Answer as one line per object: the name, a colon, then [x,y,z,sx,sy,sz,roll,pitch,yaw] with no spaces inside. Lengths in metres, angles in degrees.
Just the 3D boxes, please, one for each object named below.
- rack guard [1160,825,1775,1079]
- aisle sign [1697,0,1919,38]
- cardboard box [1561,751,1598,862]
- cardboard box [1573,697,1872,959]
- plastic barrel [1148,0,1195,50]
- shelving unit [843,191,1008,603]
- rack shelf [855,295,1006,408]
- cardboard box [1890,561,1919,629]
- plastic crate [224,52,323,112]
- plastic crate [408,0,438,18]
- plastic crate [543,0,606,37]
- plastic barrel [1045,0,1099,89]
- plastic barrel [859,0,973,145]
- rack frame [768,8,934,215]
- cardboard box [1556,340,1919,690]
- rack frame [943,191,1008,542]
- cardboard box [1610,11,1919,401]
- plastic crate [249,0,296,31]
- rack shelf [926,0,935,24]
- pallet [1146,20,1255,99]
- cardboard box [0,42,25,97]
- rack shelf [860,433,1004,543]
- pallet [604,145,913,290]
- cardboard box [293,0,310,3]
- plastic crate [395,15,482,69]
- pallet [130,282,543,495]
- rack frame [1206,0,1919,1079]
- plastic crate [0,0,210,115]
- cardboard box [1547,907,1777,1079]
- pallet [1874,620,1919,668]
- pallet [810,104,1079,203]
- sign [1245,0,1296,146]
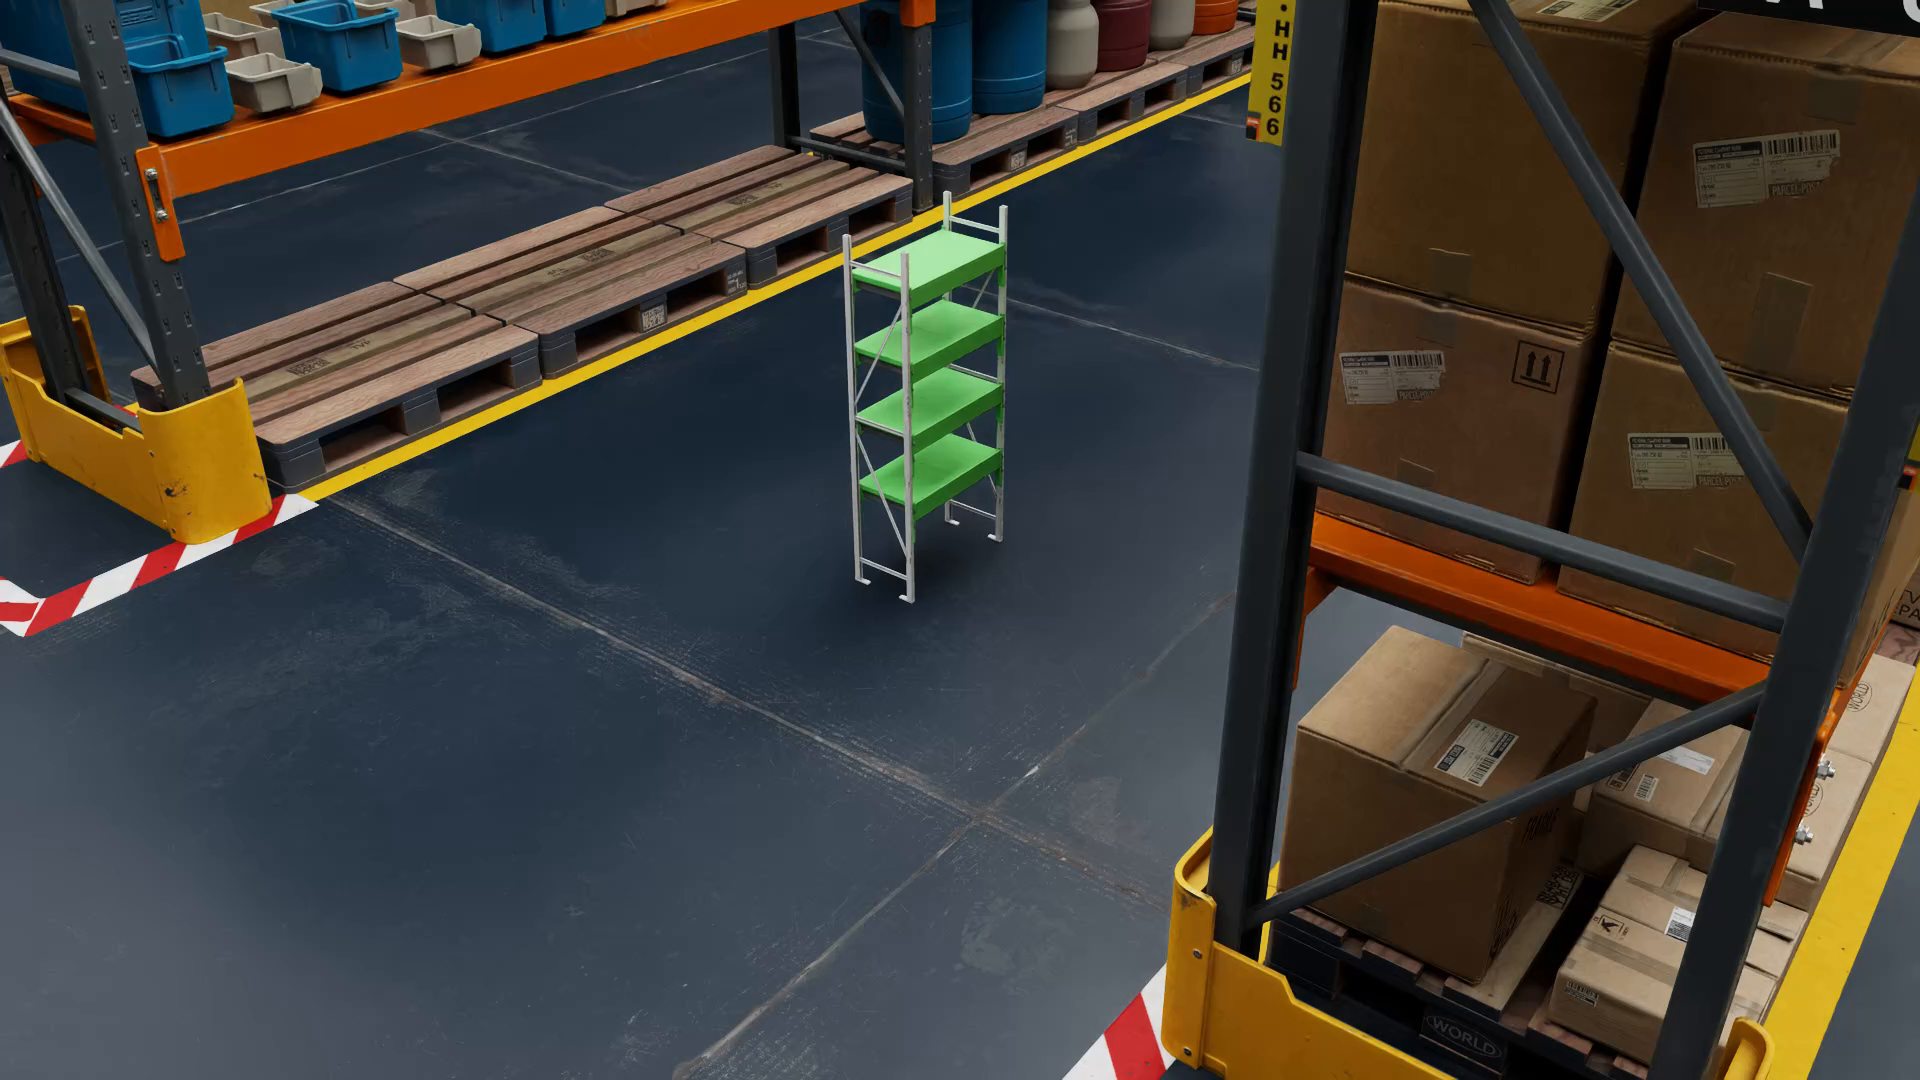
rack guard: [1.004,1.048,3.492,1.175,0.500,0.348,21,37,31]
aisle sign: [1.151,-0.997,1.940,0.394,0.787,0.004,21,37,31]
cardboard box: [1.406,0.599,4.144,0.380,0.166,0.250,21,37,31]
cardboard box: [1.814,0.660,3.960,0.500,0.250,0.500,21,37,31]
plastic barrel: [1.289,-3.424,10.613,0.421,0.512,0.421,0,31,0]
shelving unit: [-0.100,-0.449,5.331,0.258,1.200,0.503,21,37,31]
rack shelf: [-0.100,-0.600,5.241,0.258,0.148,0.480,21,37,31]
cardboard box: [2.802,-0.031,5.067,0.500,0.311,0.500,21,37,31]
plastic crate: [-2.318,-1.539,5.605,0.250,0.136,0.298,21,37,31]
plastic crate: [-2.142,-2.182,6.690,0.298,0.136,0.250,21,37,31]
plastic crate: [-1.601,-2.133,6.512,0.416,0.233,0.300,21,37,31]
plastic barrel: [0.607,-2.965,9.839,0.421,0.512,0.421,0,31,0]
plastic barrel: [-0.232,-2.642,8.913,0.600,0.901,0.708,21,37,31]
rack frame: [-0.574,-3.149,8.121,1.000,3.000,0.127,21,37,31]
cardboard box: [1.436,-0.139,2.944,0.500,0.500,0.500,22,37,32]
rack frame: [0.047,-0.548,5.498,0.240,1.200,0.015,21,37,31]
cardboard box: [1.436,-0.569,2.689,0.500,0.500,0.500,22,37,33]
plastic crate: [-2.454,-1.936,6.274,0.396,0.136,0.243,21,37,31]
rack shelf: [0.633,-3.652,9.676,1.077,0.370,4.000,21,37,31]
pallet: [1.398,-3.242,11.013,1.003,0.211,1.213,21,37,31]
cardboard box: [-6.066,-2.968,9.489,0.875,0.875,0.875,21,37,31]
rack shelf: [-0.100,-0.187,5.486,0.258,0.148,0.480,21,37,31]
pallet: [-0.987,-1.638,8.307,1.003,0.211,1.213,21,37,31]
cardboard box: [-4.153,-4.206,11.577,1.225,0.875,0.875,21,37,31]
plastic crate: [-1.908,-1.815,6.070,0.250,0.136,0.298,21,37,31]
pallet: [-2.460,-0.646,6.634,1.003,0.211,1.213,21,37,31]
rack frame: [0.958,0.003,2.802,1.000,3.000,0.127,21,37,31]
plastic crate: [-2.936,-1.757,5.680,0.616,0.435,0.499,21,37,31]
cardboard box: [1.485,0.976,3.526,0.380,0.149,0.250,21,37,31]
pallet: [2.221,0.354,4.946,1.003,0.211,1.213,21,37,31]
pallet: [-0.075,-2.250,9.339,1.003,0.211,1.213,21,37,31]
sign: [0.528,-0.810,2.729,0.100,0.325,0.005,21,37,31]
